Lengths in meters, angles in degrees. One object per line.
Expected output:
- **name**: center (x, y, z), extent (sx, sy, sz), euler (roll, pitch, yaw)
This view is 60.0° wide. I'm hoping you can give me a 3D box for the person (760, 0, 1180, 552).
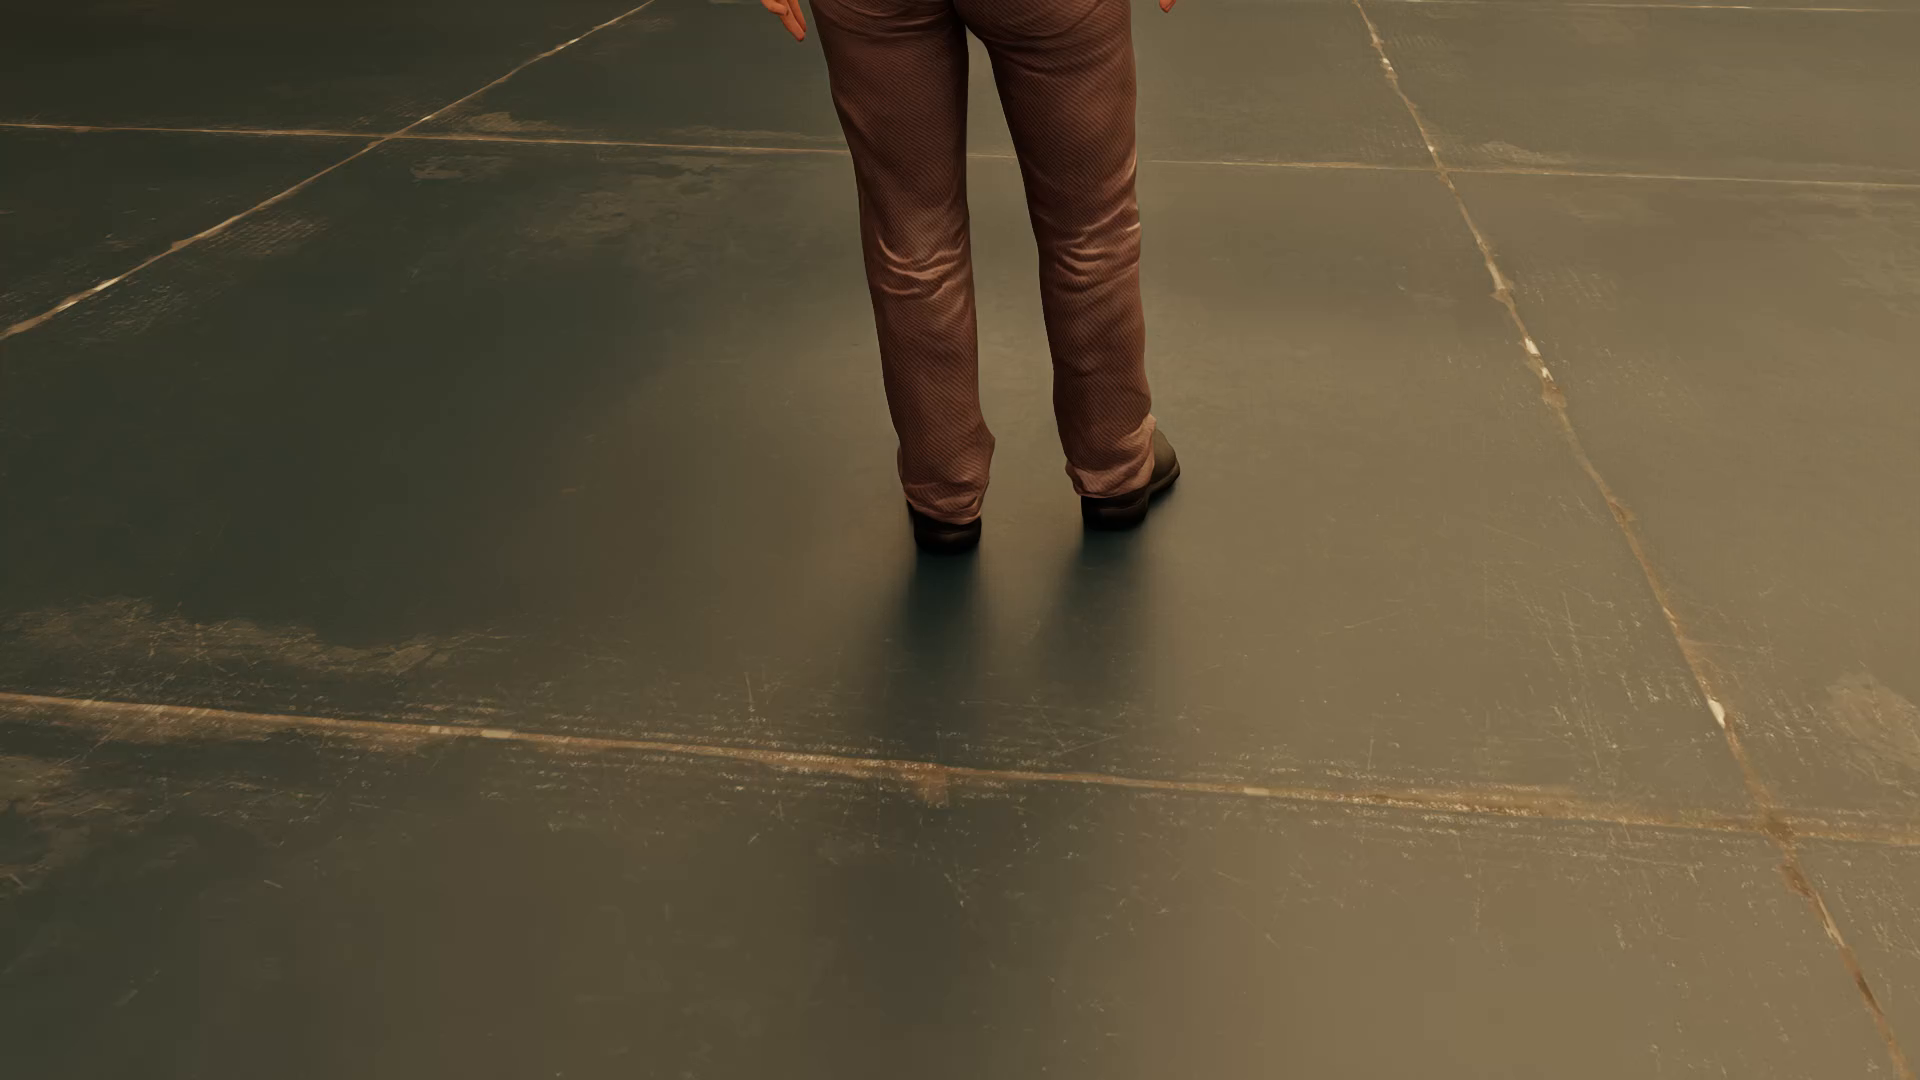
- **person**: center (0.017, -0.803, 2.166), extent (0.632, 1.720, 0.568), euler (3, 27, 7)
